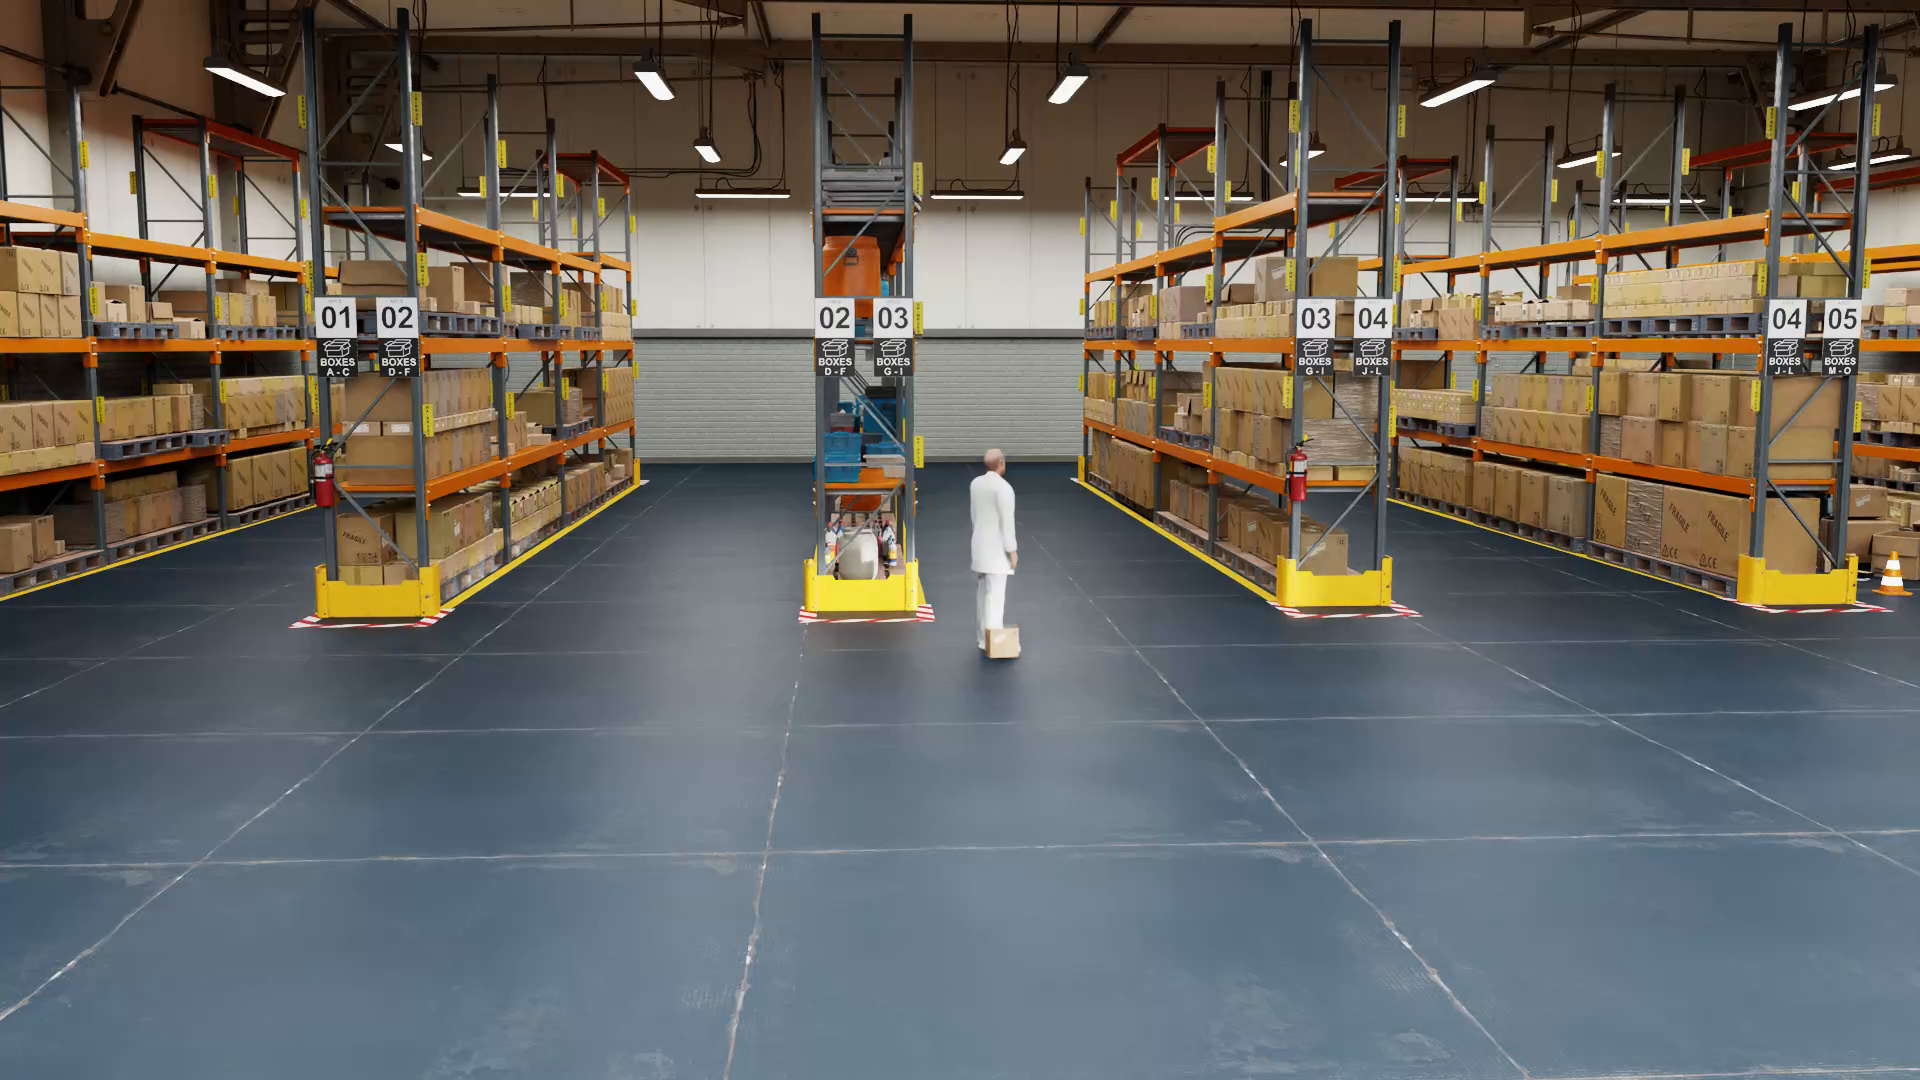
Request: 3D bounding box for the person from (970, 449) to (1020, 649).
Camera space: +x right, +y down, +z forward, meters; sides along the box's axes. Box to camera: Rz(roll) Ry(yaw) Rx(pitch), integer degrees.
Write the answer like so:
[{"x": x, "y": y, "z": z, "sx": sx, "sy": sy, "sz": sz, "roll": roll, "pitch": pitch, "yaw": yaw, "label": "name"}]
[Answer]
[{"x": 0.332, "y": 0.070, "z": 14.938, "sx": 0.507, "sy": 1.788, "sz": 0.649, "roll": -4, "pitch": 8, "yaw": -32, "label": "person"}]
